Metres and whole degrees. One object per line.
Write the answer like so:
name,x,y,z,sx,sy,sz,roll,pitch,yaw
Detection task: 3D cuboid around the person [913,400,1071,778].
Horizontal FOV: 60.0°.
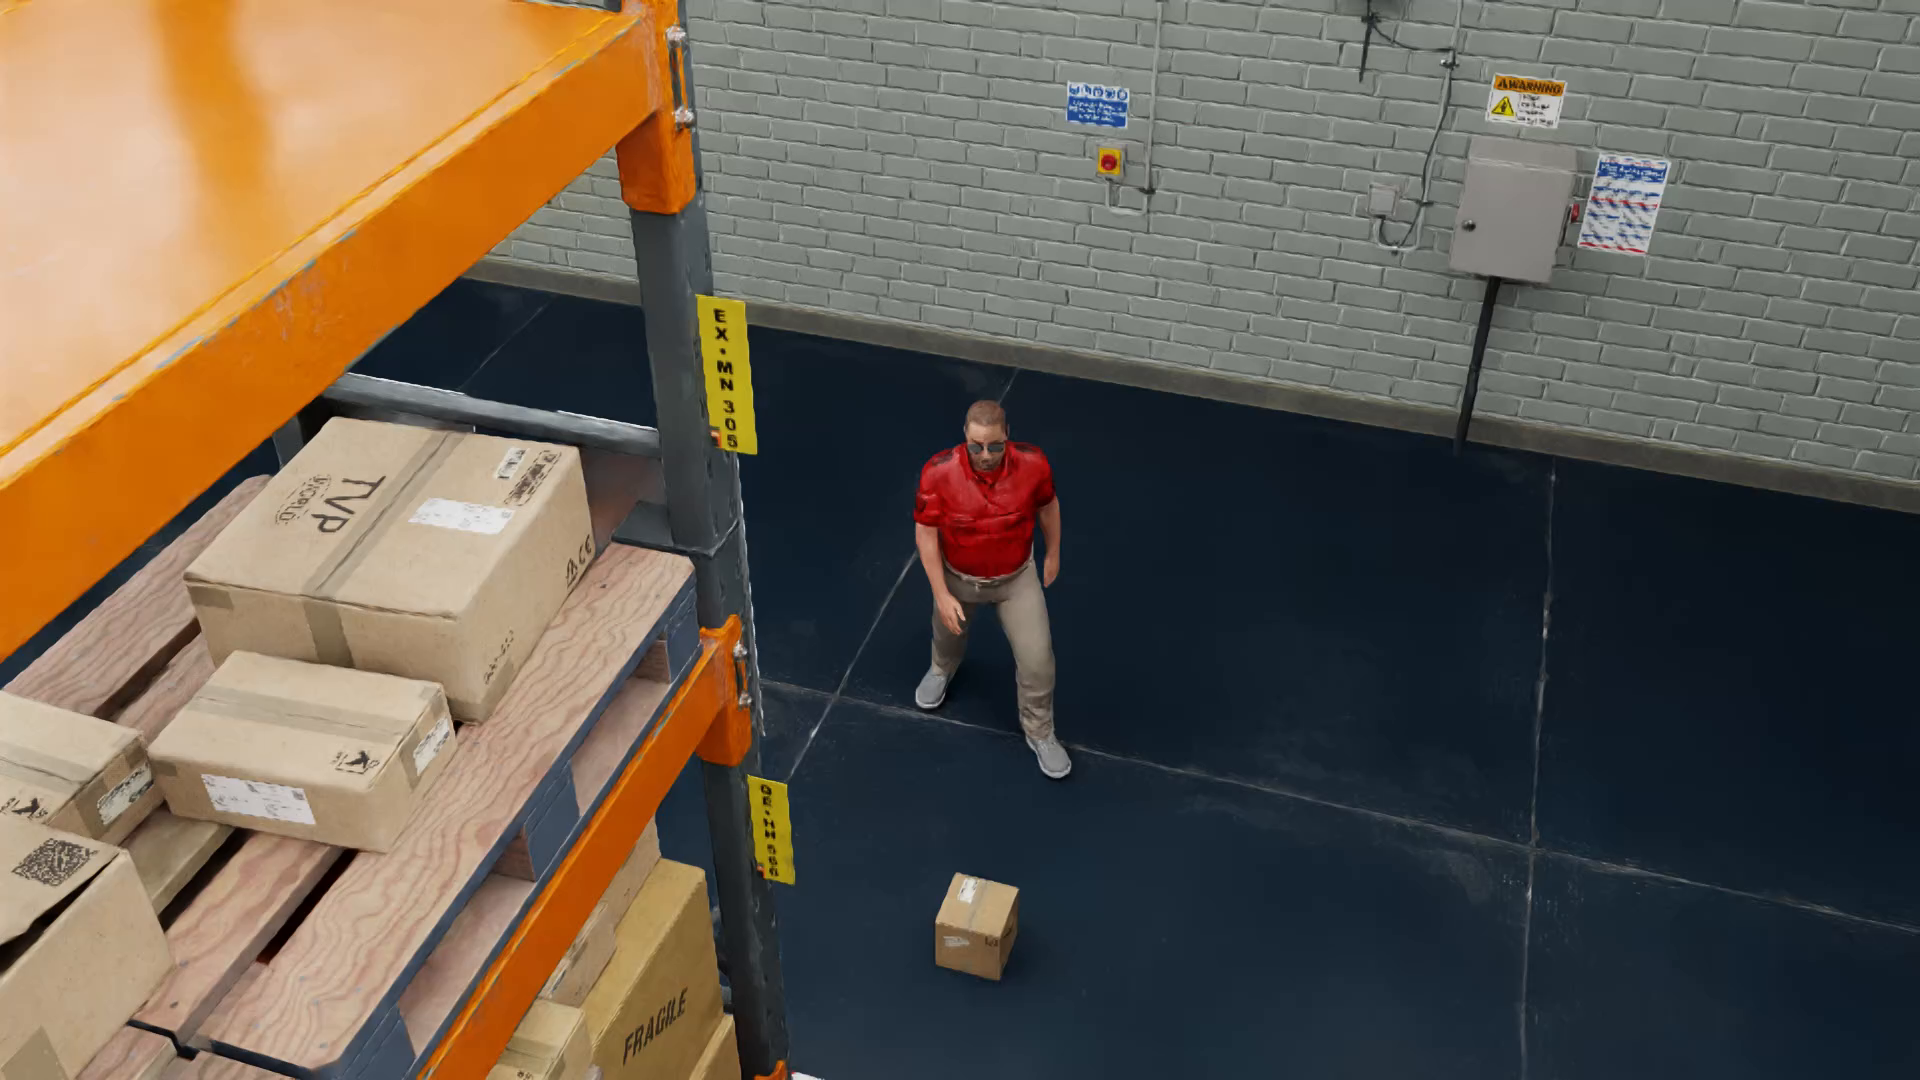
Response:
person,0.129,0.126,6.757,0.632,1.679,0.789,-3,37,-4
